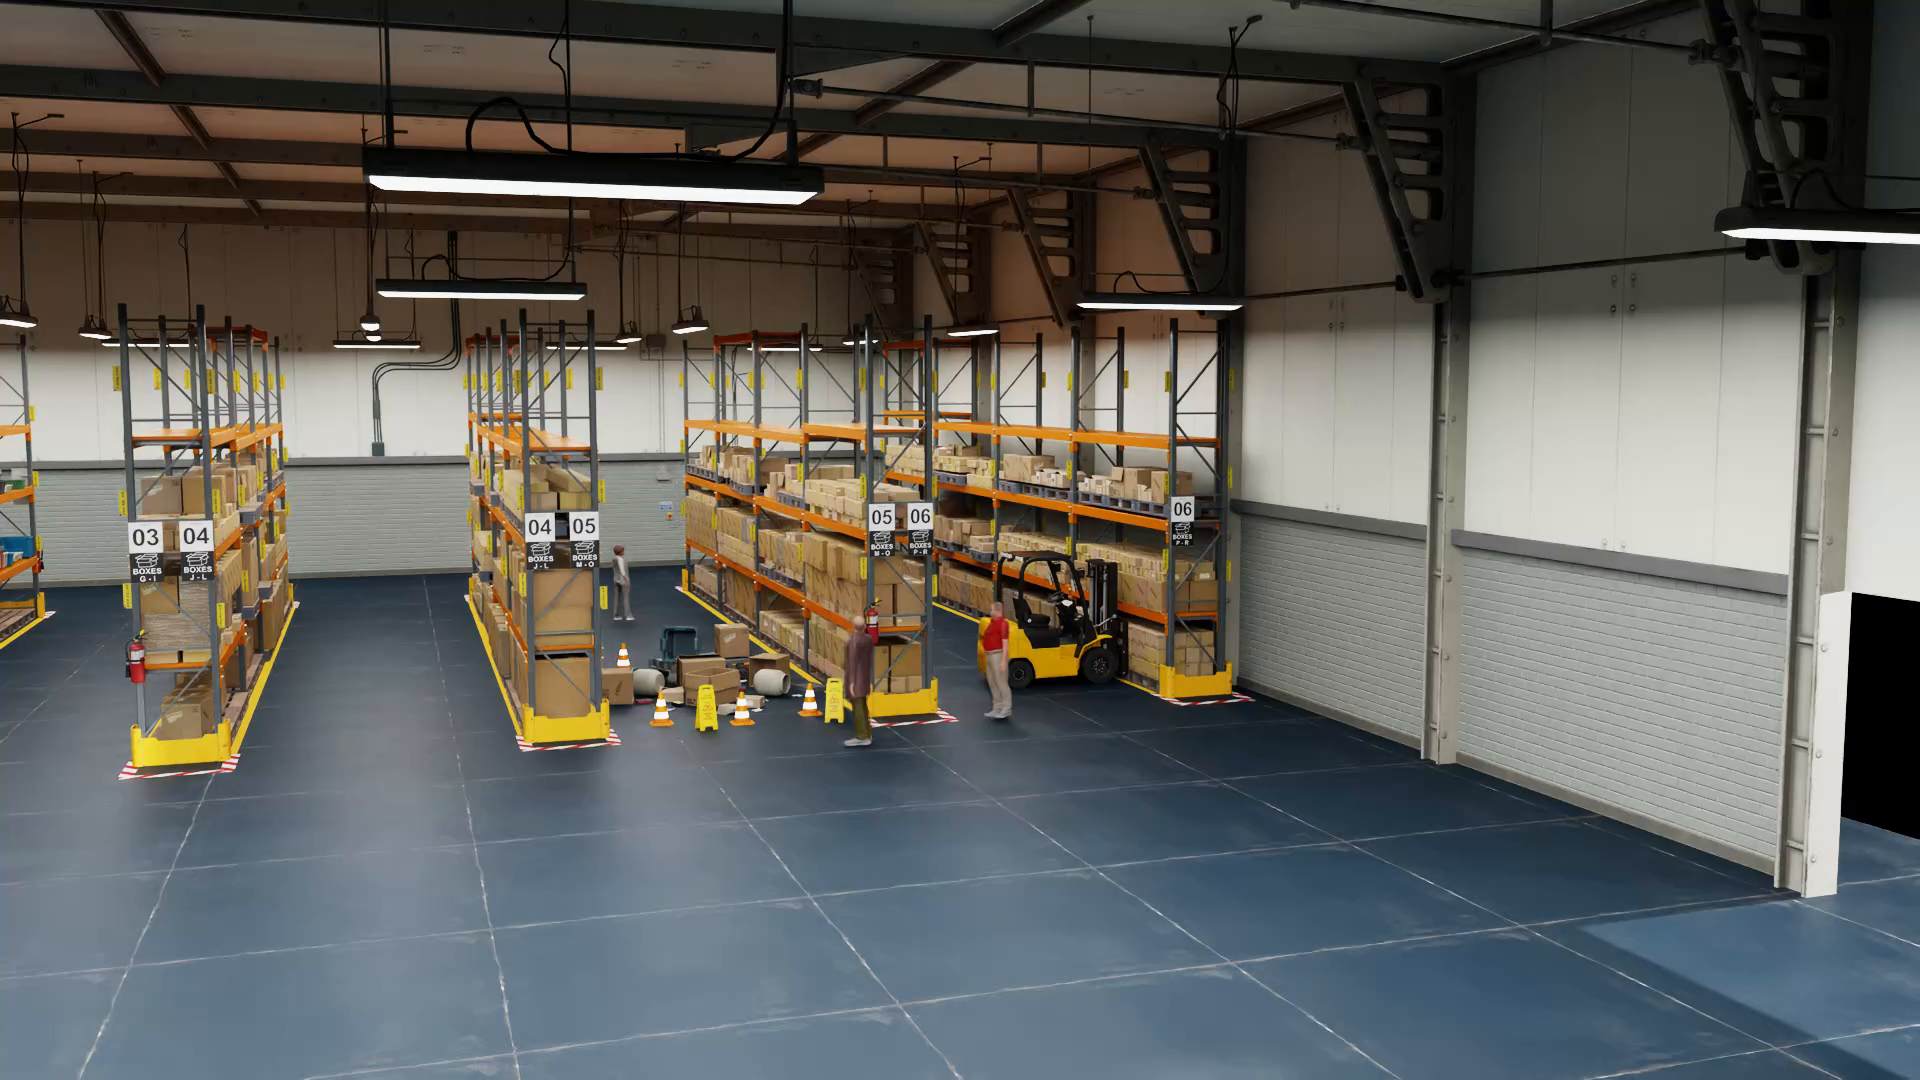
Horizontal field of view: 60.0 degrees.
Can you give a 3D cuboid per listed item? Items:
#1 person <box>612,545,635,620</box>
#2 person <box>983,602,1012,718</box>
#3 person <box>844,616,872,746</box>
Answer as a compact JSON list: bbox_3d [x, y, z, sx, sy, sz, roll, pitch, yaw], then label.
[{"bbox_3d":[-7.102,0.898,34.952,0.495,1.596,0.366,4,6,33],"label":"person"},{"bbox_3d":[0.564,1.804,24.813,0.424,1.764,0.647,-2,6,-22],"label":"person"},{"bbox_3d":[-1.402,1.950,22.945,0.404,1.819,0.596,1,6,15],"label":"person"}]
